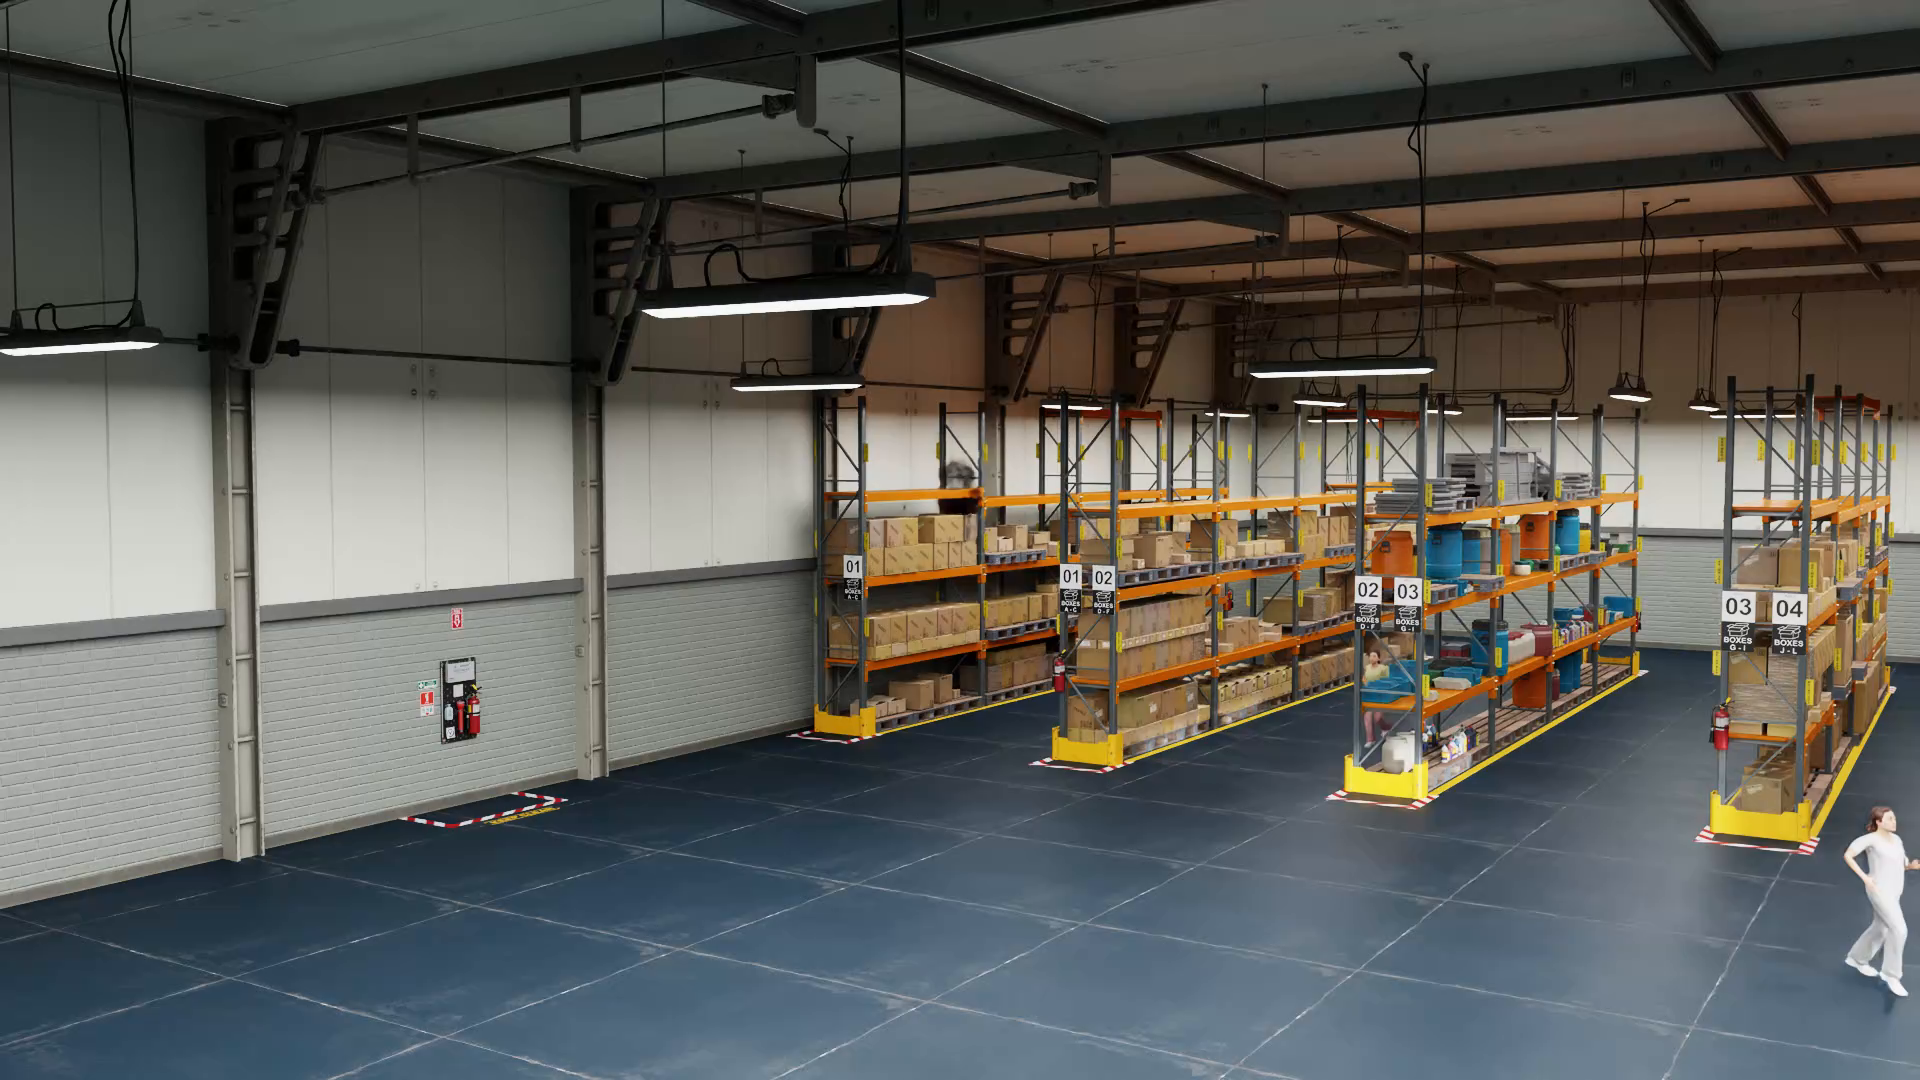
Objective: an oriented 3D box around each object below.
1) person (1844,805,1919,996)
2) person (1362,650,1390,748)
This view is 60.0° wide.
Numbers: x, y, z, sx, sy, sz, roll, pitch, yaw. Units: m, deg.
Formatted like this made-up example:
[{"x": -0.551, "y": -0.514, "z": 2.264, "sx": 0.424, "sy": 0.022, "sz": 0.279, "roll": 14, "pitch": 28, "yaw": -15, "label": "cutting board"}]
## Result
[{"x": 8.644, "y": 3.345, "z": 15.582, "sx": 0.546, "sy": 1.723, "sz": 0.712, "roll": -2, "pitch": 3, "yaw": -30, "label": "person"}, {"x": 7.128, "y": 2.695, "z": 28.466, "sx": 0.596, "sy": 1.653, "sz": 0.797, "roll": 2, "pitch": 4, "yaw": 36, "label": "person"}]
